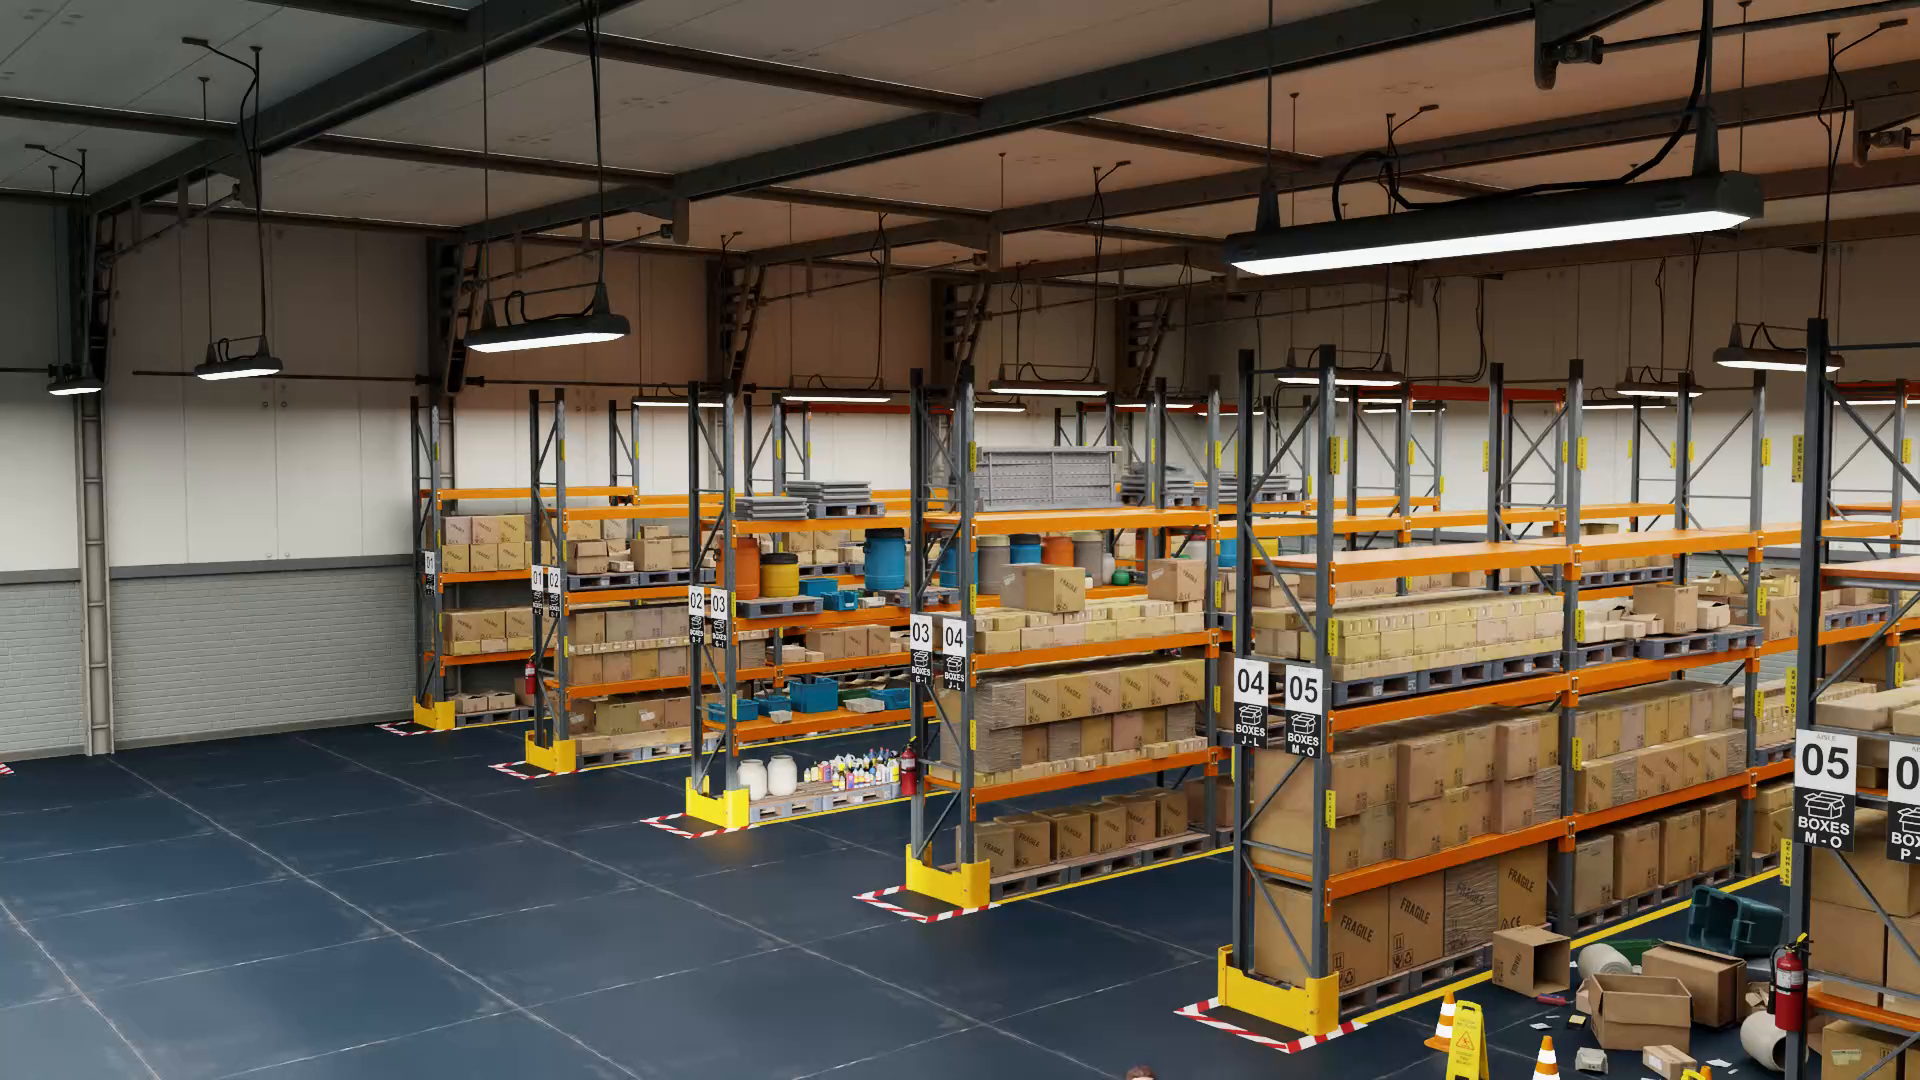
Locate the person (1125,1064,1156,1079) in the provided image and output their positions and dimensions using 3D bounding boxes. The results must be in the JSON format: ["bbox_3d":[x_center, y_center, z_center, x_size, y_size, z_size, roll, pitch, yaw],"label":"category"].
[{"bbox_3d":[1.027,3.784,9.377,0.571,1.667,0.653,0,3,7],"label":"person"}]
